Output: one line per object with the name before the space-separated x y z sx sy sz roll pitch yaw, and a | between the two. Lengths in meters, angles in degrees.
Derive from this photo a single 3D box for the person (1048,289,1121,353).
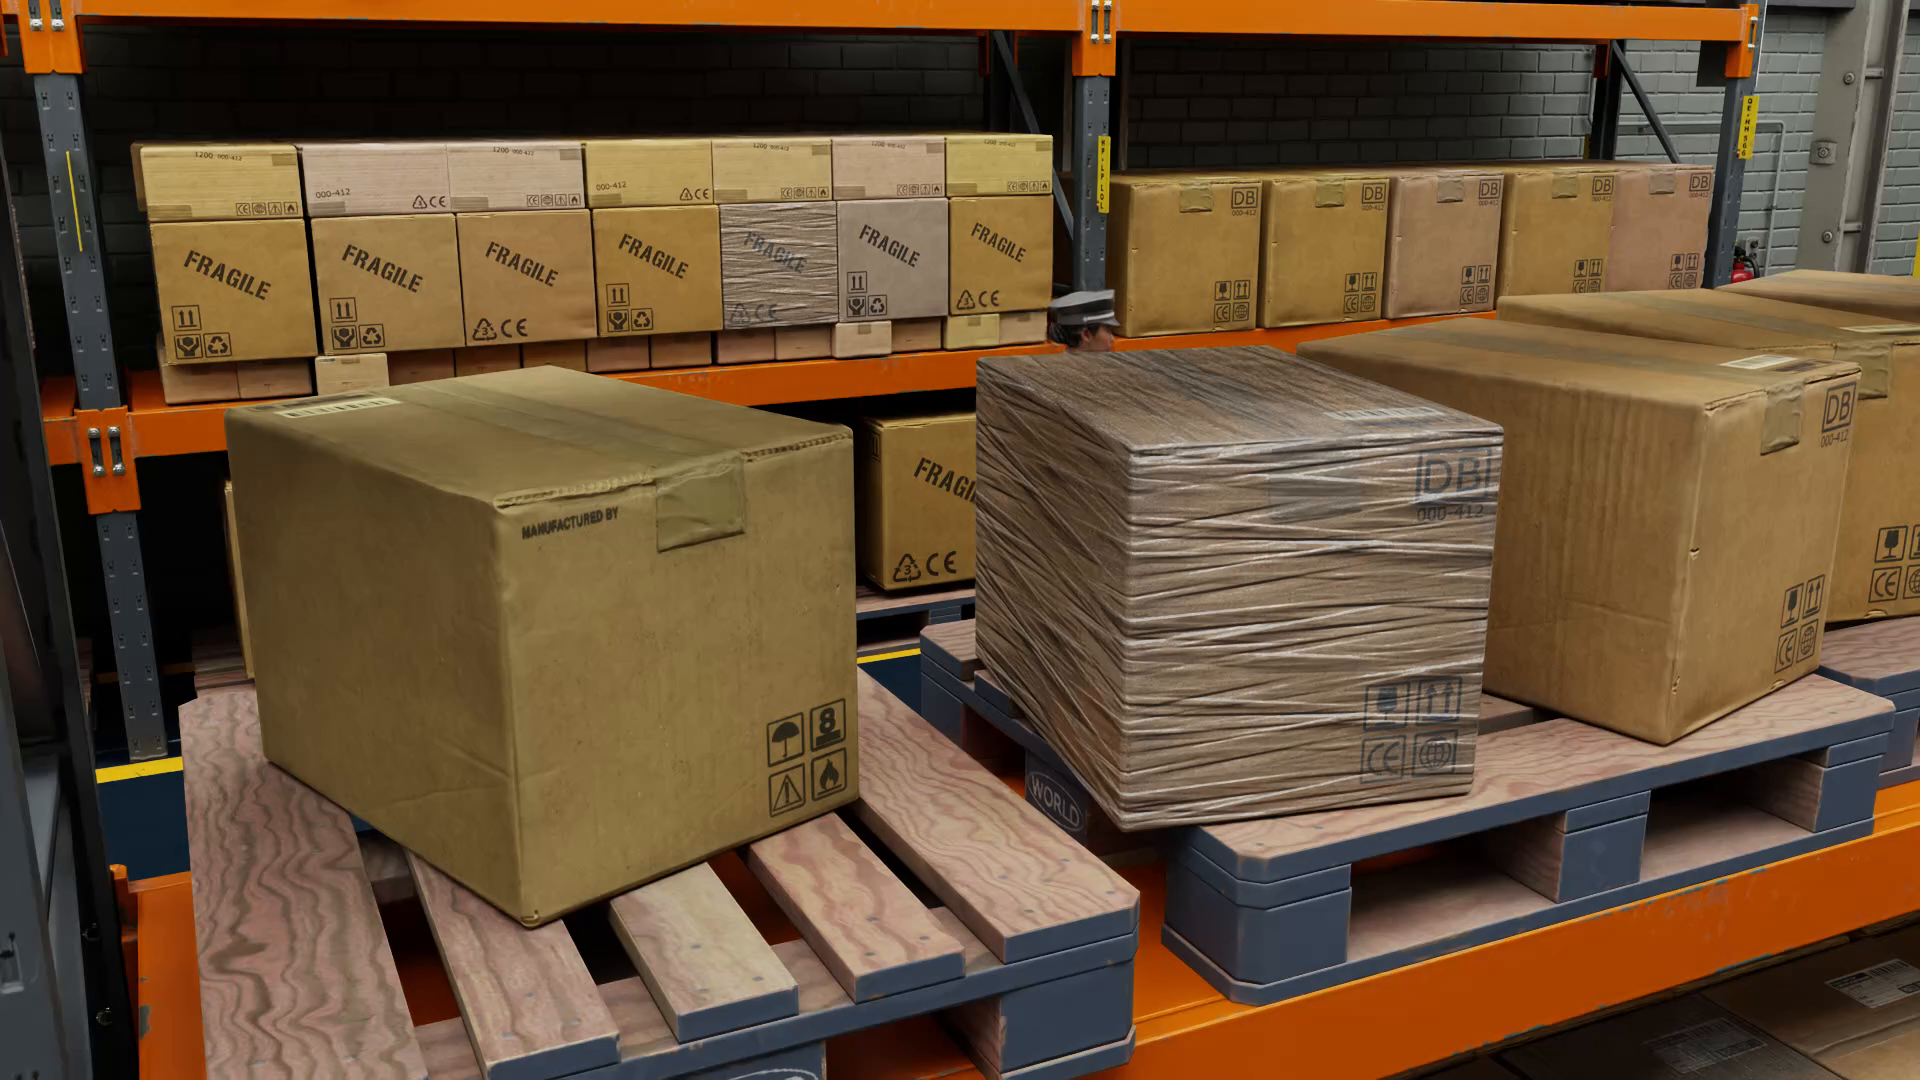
person | 0.434 -0.122 6.351 0.364 1.673 0.543 -3 16 -11
